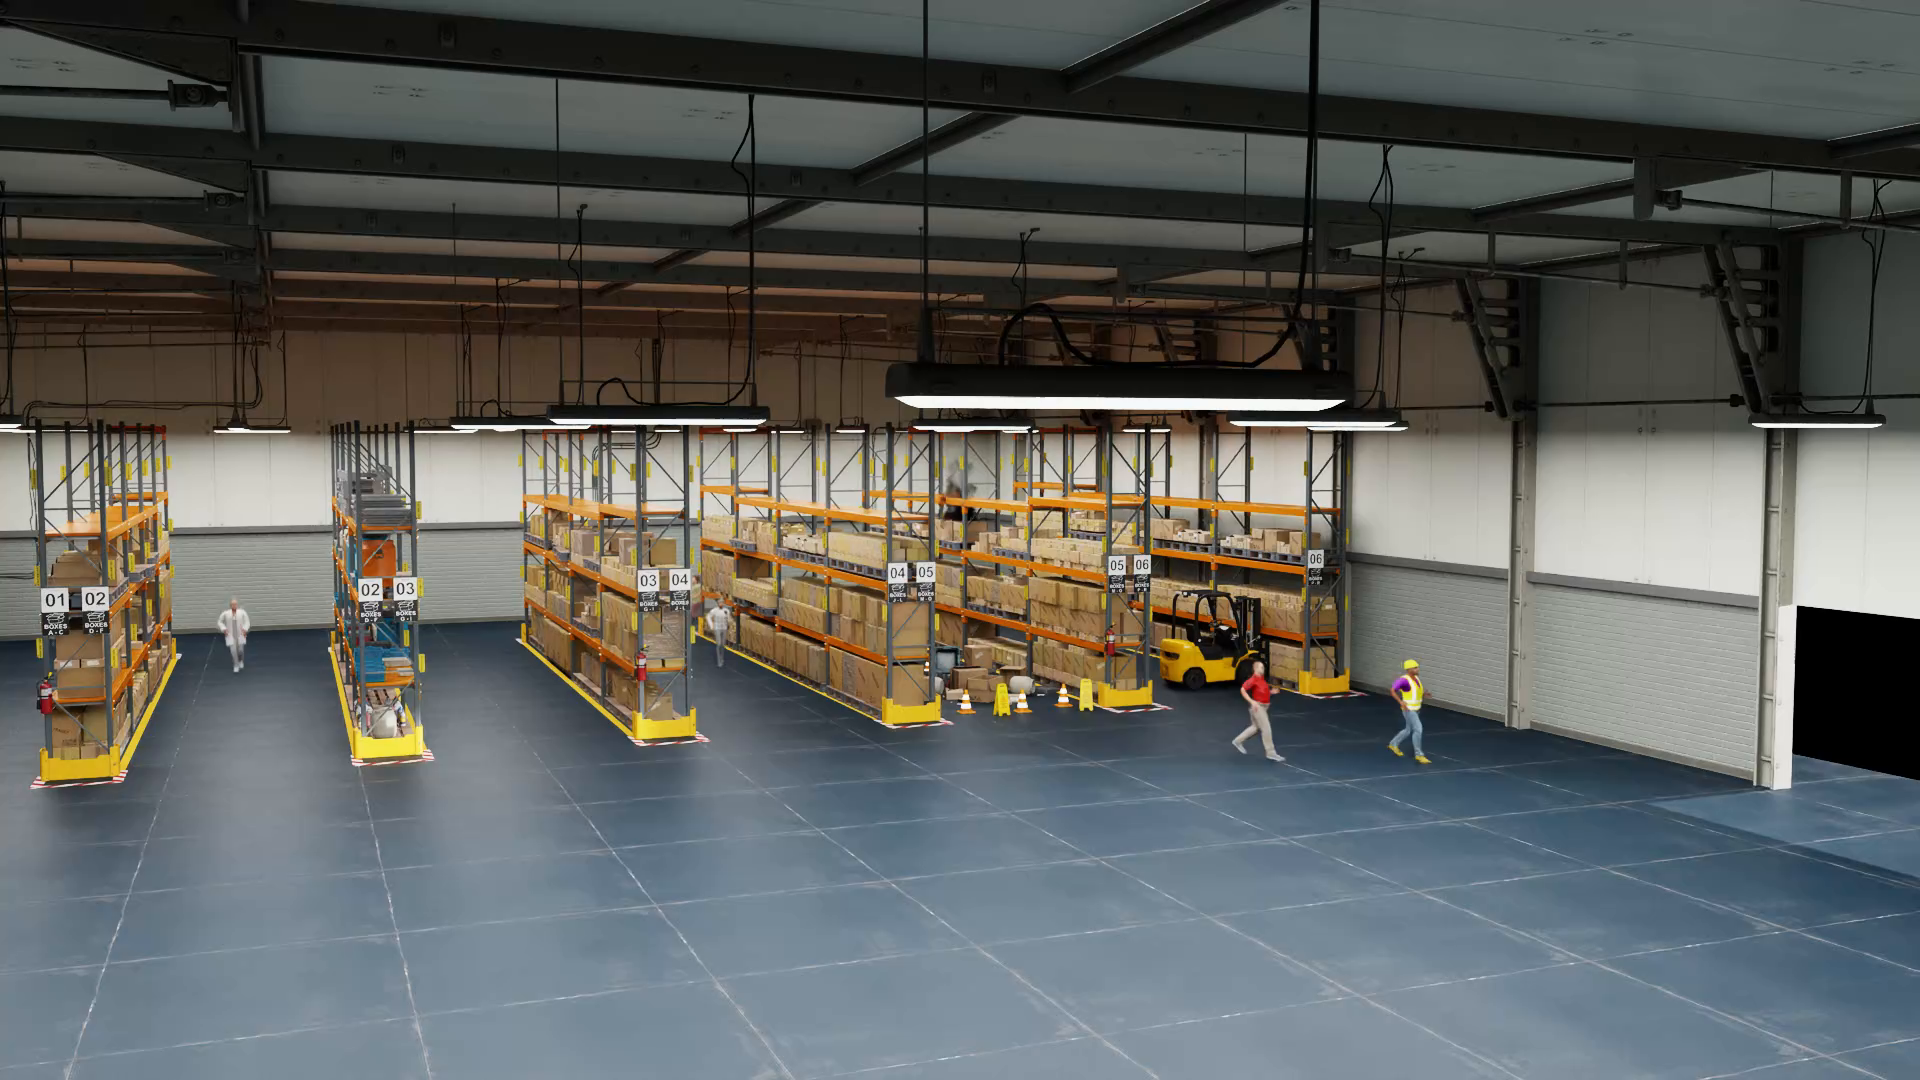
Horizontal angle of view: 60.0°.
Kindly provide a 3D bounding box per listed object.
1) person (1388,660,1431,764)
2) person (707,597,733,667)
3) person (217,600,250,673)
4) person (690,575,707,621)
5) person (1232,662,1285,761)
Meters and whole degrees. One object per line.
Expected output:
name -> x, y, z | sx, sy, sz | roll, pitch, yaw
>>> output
person -> 7.926, 2.998, 29.262 | 0.841, 1.789, 0.688 | 3, 4, 36
person -> -5.985, 2.284, 41.572 | 0.602, 1.746, 0.712 | -1, 4, -22
person -> -17.656, 2.327, 40.431 | 0.723, 1.744, 0.652 | -2, 4, -26
person -> -7.799, 1.847, 48.905 | 0.856, 1.635, 0.619 | -3, 4, -36
person -> 5.276, 3.005, 29.386 | 0.989, 1.713, 0.663 | 1, 4, 22
